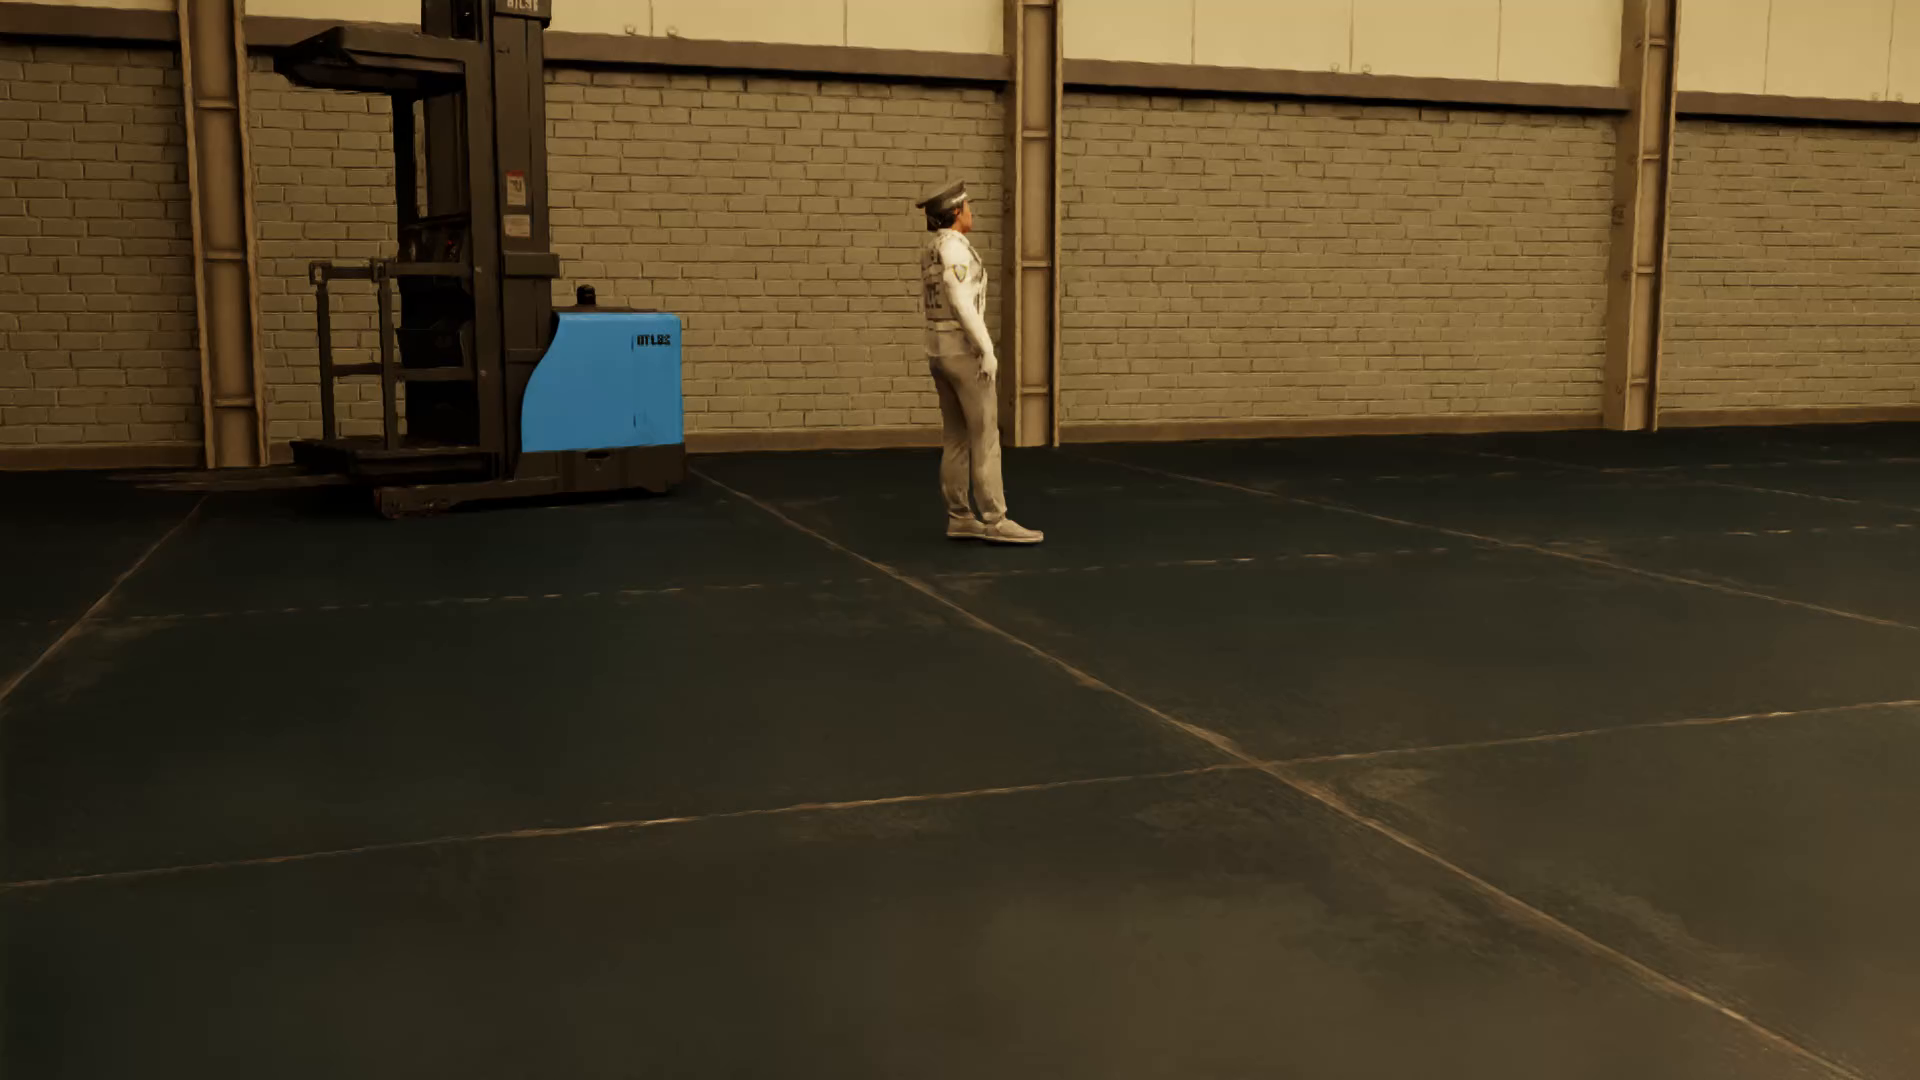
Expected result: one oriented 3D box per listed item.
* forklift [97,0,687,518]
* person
[{"bbox_3d":[-3.092,-1.645,9.147,3.031,2.935,1.130,-6,10,-38],"label":"forklift"},{"bbox_3d":[0.066,-0.849,7.823,0.532,1.695,0.586,-3,8,-18],"label":"person"}]
